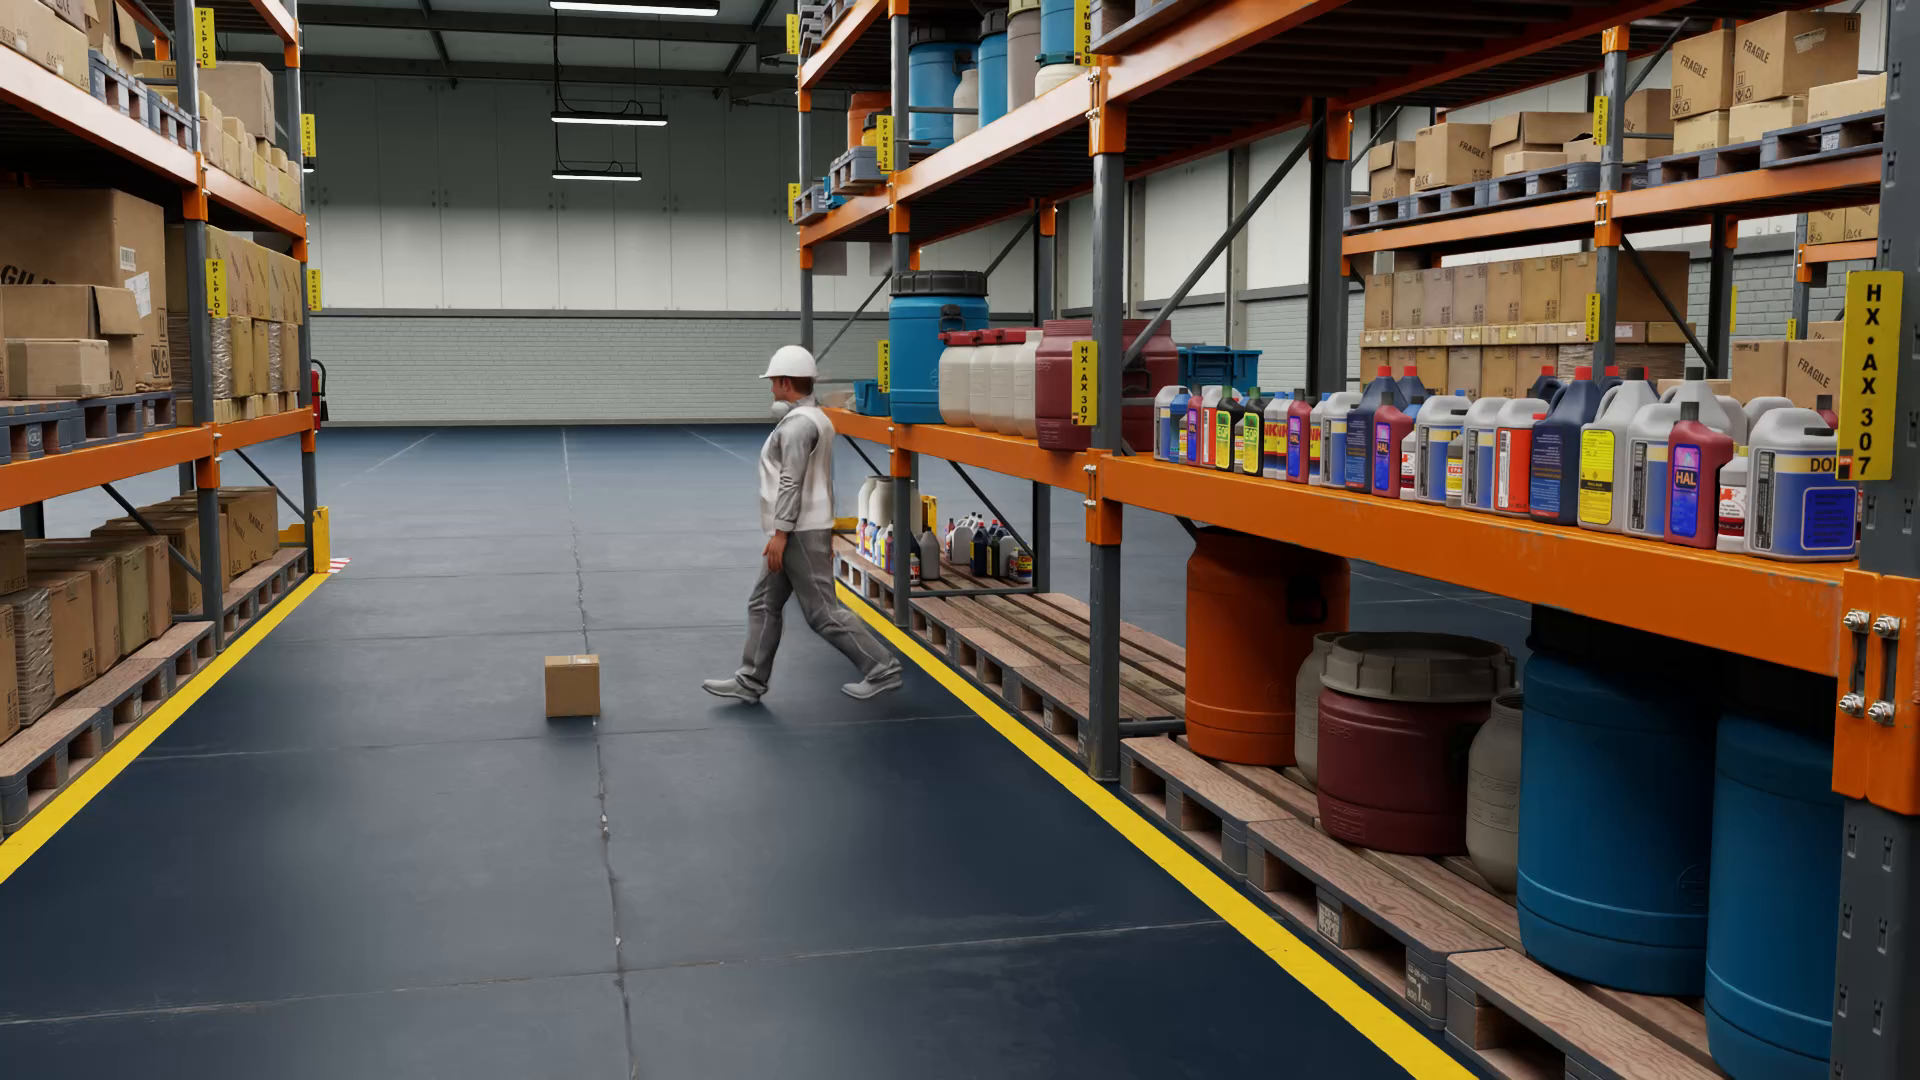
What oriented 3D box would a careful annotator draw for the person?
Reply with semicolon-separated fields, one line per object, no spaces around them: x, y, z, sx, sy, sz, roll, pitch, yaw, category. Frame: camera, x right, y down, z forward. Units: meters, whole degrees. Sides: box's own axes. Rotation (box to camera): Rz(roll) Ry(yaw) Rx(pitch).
-0.770;-0.051;7.958;0.999;1.743;0.557;0;6;-1;person
